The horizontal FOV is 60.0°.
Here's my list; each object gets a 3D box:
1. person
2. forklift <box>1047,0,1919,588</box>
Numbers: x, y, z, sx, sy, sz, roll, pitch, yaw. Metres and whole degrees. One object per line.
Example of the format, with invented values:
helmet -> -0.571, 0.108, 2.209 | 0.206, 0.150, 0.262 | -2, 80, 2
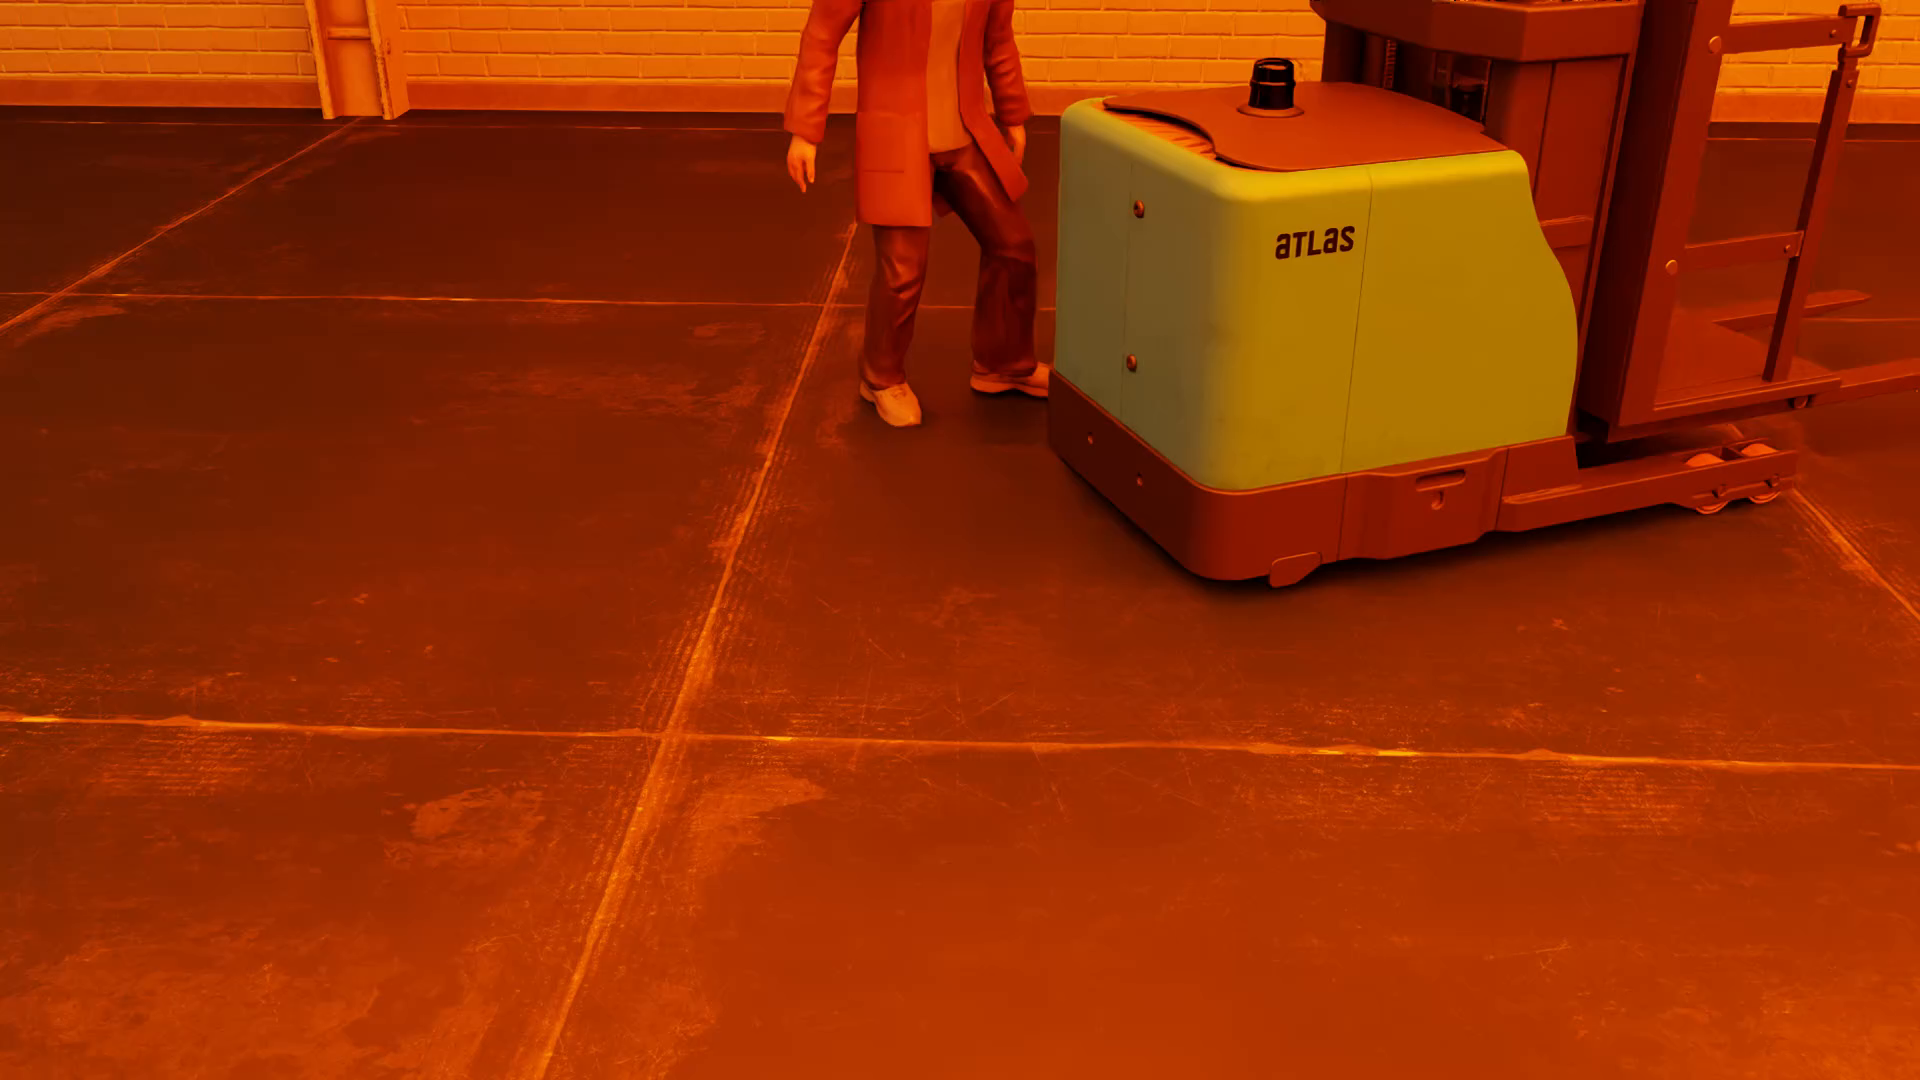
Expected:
person -> -0.078, -1.217, 5.036 | 0.917, 1.749, 0.451 | -15, 30, -27
forklift -> 1.829, -1.594, 4.440 | 3.031, 2.935, 1.130 | -10, 28, -19
